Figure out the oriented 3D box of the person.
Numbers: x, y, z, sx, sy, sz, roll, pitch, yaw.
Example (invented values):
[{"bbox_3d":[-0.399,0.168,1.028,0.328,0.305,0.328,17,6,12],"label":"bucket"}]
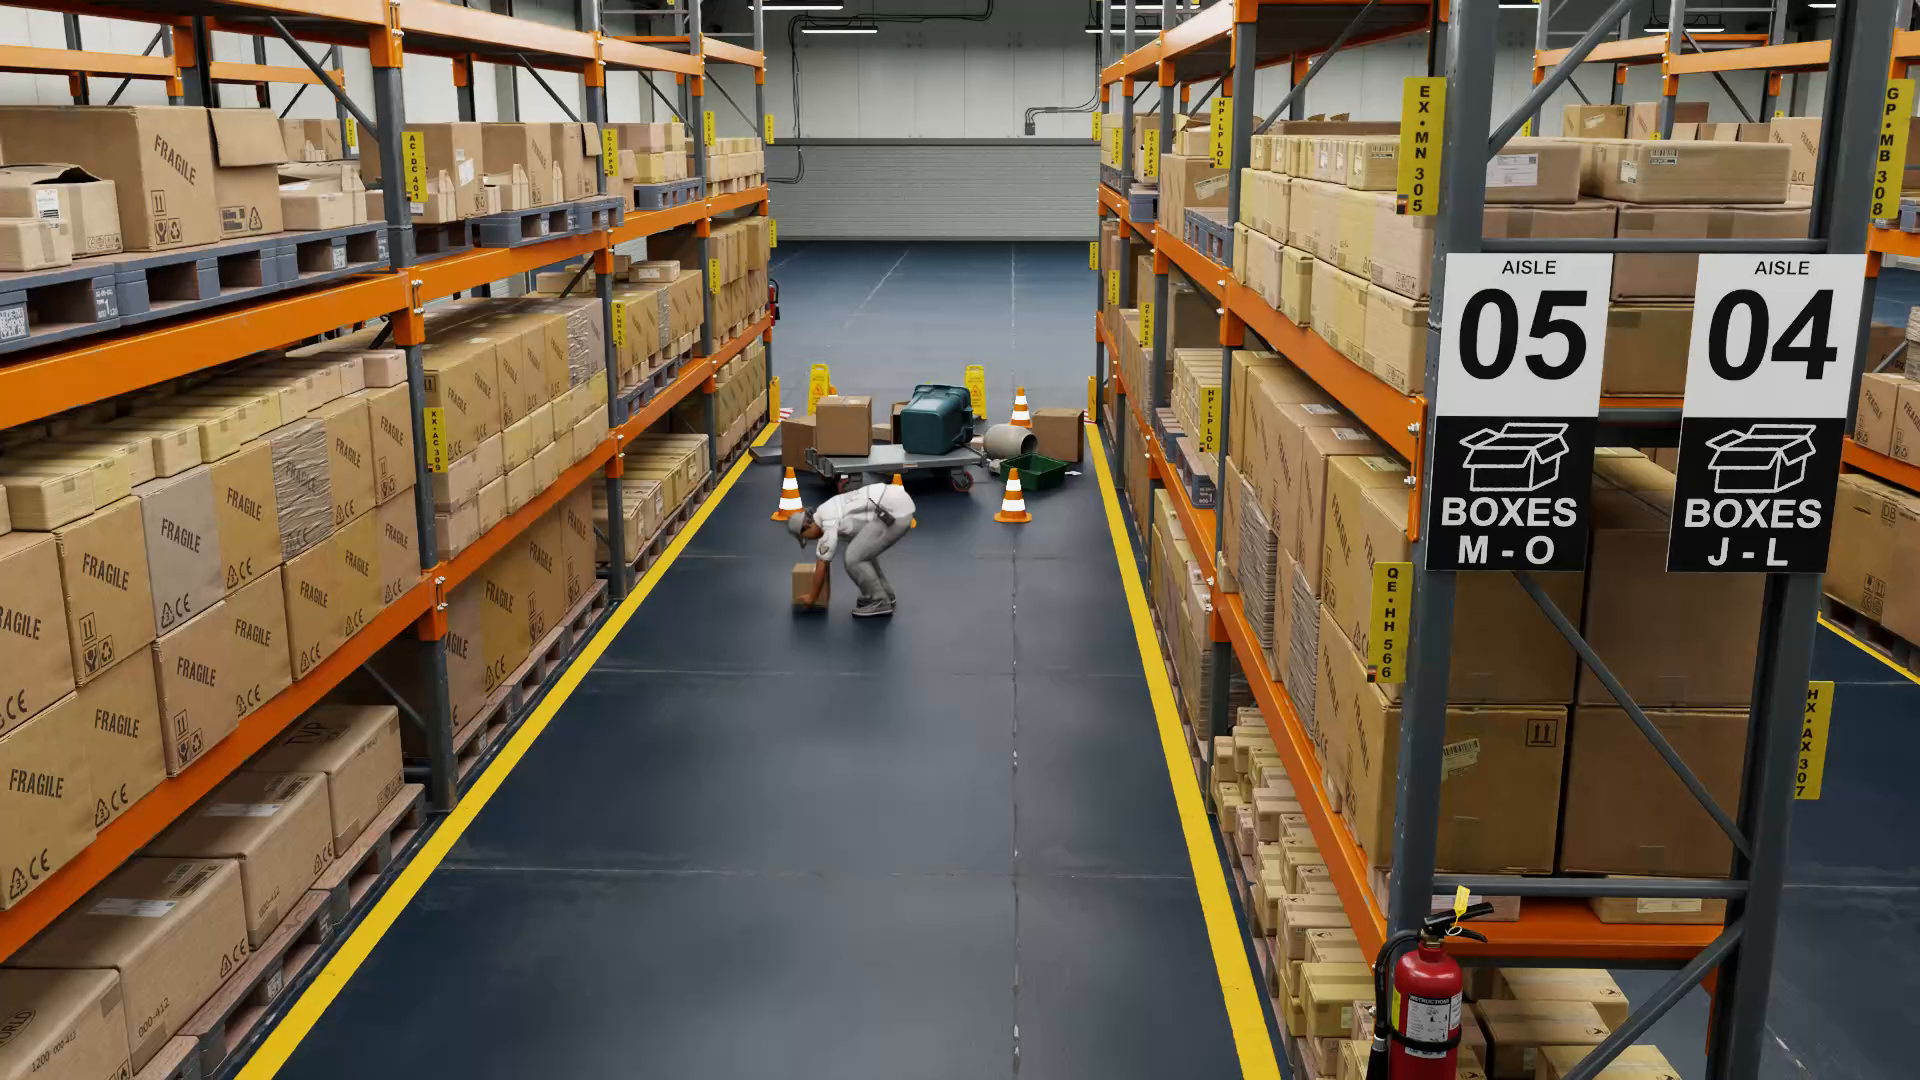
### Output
[{"bbox_3d":[7.691,-7.251,31.077,18.753,6.004,40.149,0,14,-1],"label":"person"}]
